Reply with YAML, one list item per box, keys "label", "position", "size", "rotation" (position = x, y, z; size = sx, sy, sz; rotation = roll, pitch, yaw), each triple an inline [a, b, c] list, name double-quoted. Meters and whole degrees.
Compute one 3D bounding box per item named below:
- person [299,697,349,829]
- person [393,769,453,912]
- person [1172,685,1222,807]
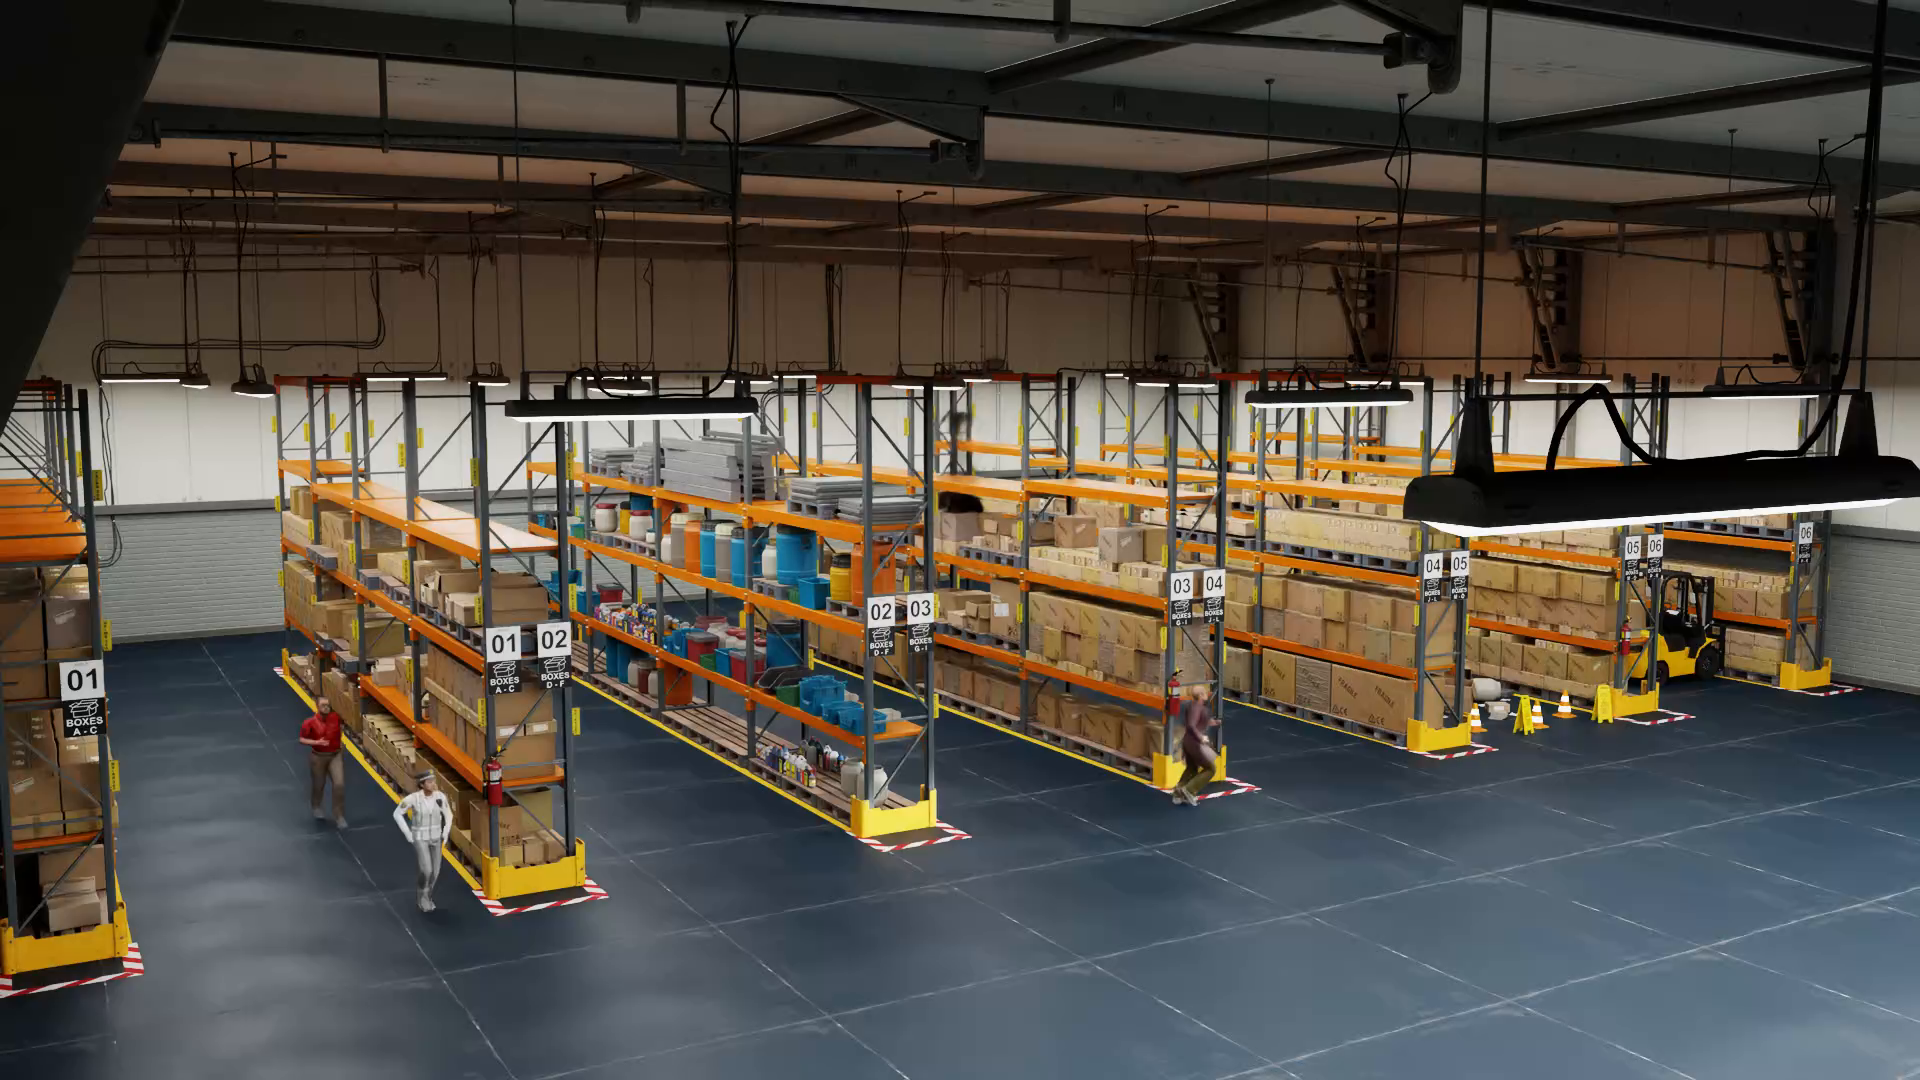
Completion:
- label: "person"
  position: [-8.641, 3.007, 22.583]
  size: [0.644, 1.787, 0.826]
  rotation: [-5, 8, -36]
- label: "person"
  position: [-6.075, 3.430, 18.986]
  size: [0.636, 1.654, 0.572]
  rotation: [-5, 8, -38]
- label: "person"
  position: [3.387, 3.012, 23.431]
  size: [0.710, 1.566, 0.716]
  rotation: [-1, 6, -12]
